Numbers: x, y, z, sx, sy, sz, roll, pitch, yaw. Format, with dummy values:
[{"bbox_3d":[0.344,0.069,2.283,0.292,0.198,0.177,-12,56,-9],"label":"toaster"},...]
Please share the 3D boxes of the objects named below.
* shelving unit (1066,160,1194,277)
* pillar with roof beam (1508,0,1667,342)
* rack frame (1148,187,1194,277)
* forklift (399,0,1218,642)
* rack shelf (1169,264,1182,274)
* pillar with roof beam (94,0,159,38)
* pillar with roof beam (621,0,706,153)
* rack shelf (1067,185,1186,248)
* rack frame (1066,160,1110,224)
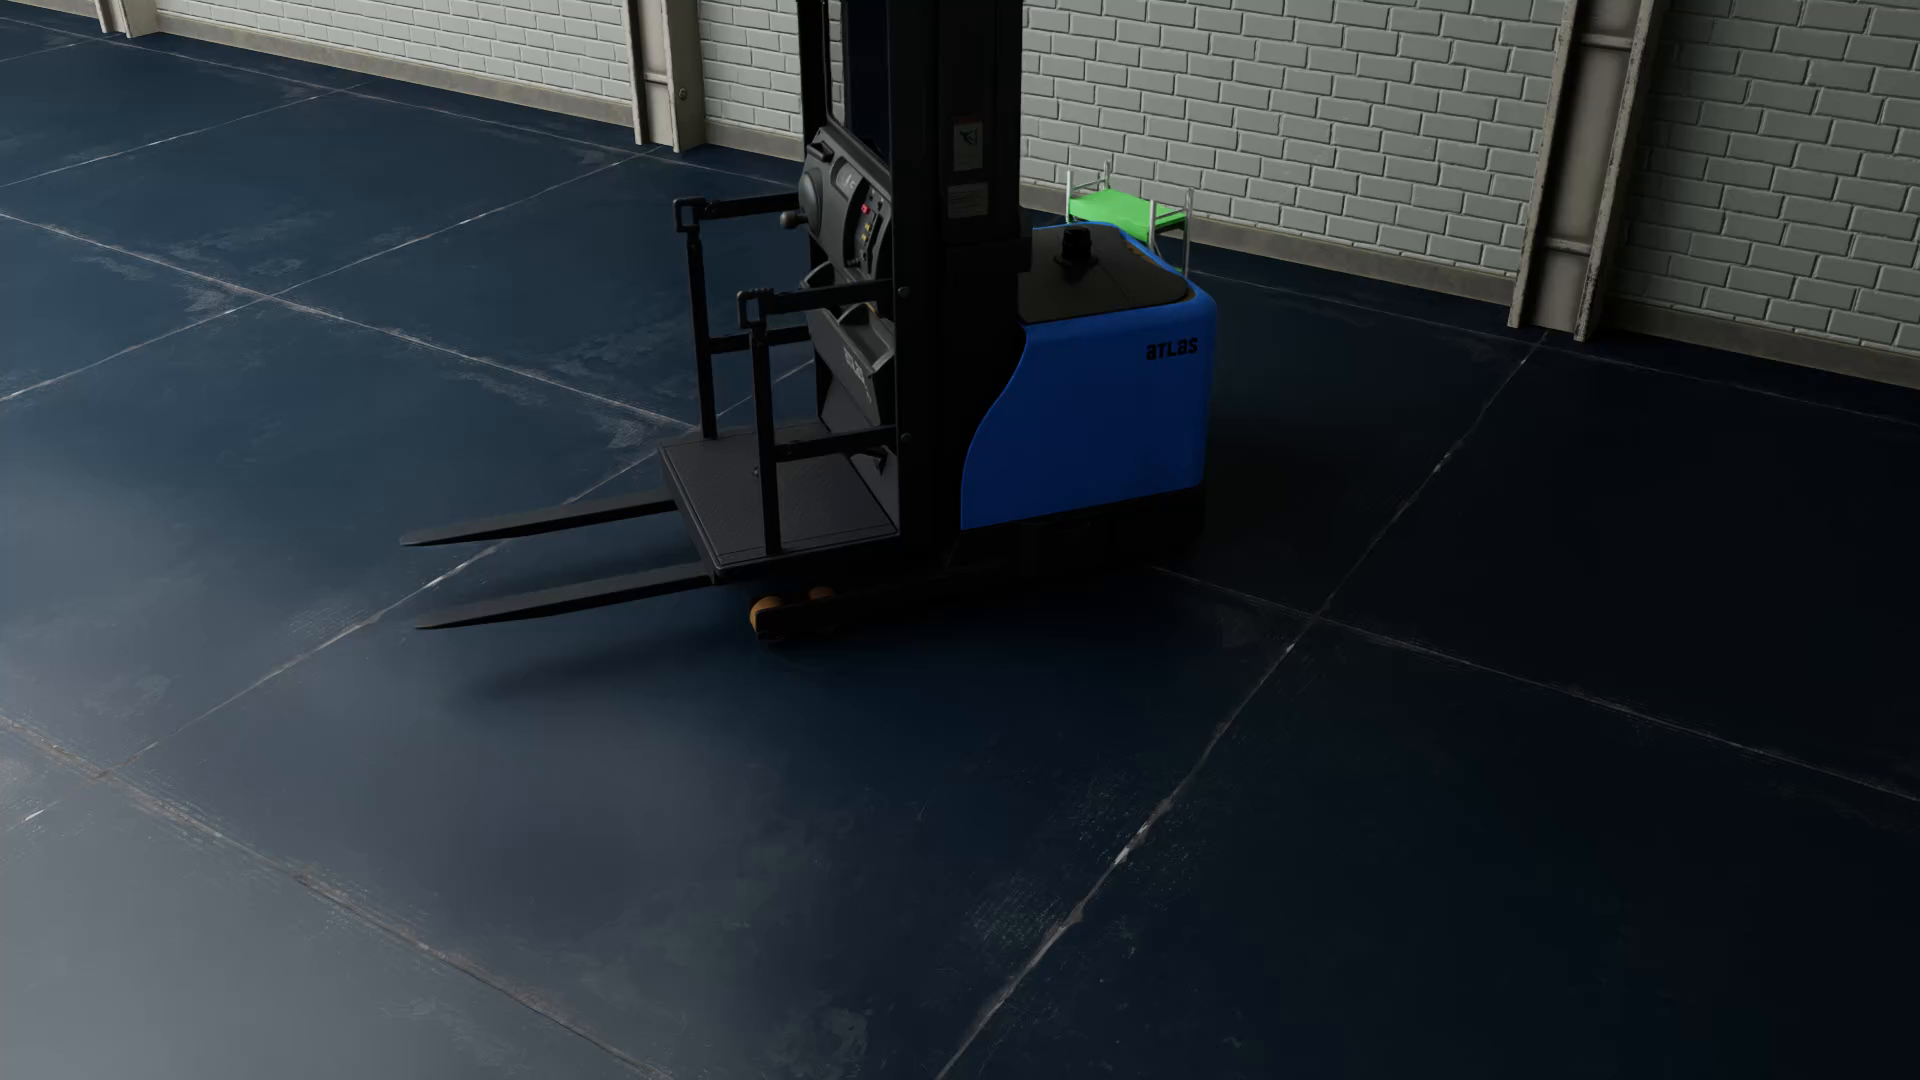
[{"bbox_3d":[0.709,-0.988,7.252,0.258,1.200,0.503,-23,37,-34],"label":"shelving unit"},{"bbox_3d":[0.812,-3.178,3.266,0.400,9.000,9.100,18,35,27],"label":"pillar with roof beam"},{"bbox_3d":[0.866,-0.894,7.091,0.240,1.200,0.015,-23,37,-34],"label":"rack frame"},{"bbox_3d":[-0.597,-1.192,5.885,3.031,2.935,1.130,-11,32,-18],"label":"forklift"},{"bbox_3d":[0.709,-1.141,7.164,0.258,0.148,0.480,-23,37,-34],"label":"rack shelf"},{"bbox_3d":[-9.352,-6.392,8.777,0.400,9.000,9.100,18,35,27],"label":"pillar with roof beam"},{"bbox_3d":[-4.270,-4.785,6.022,0.400,9.000,9.100,18,35,27],"label":"pillar with roof beam"},{"bbox_3d":[0.710,-1.348,7.044,0.258,0.148,0.480,-23,37,-34],"label":"rack shelf"},{"bbox_3d":[0.551,-1.082,7.413,0.240,1.200,0.015,-23,37,-34],"label":"rack frame"}]
